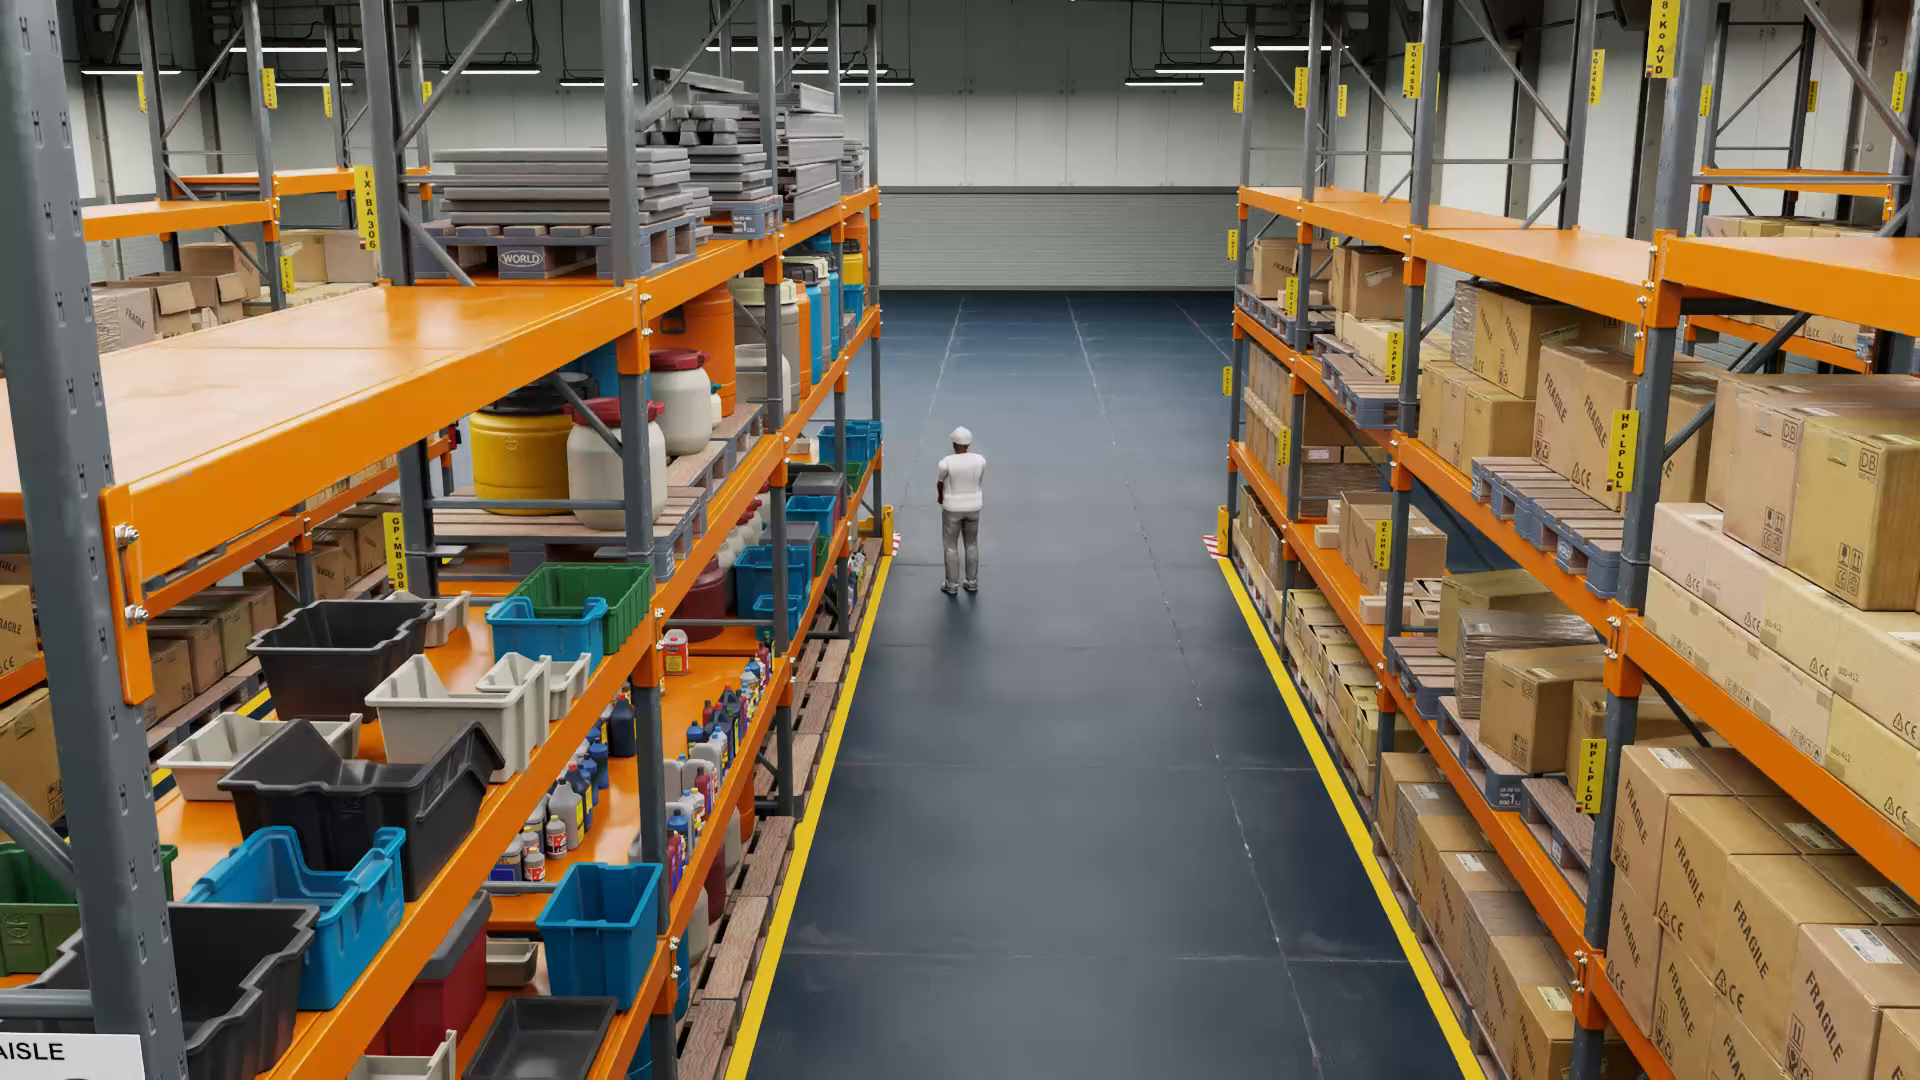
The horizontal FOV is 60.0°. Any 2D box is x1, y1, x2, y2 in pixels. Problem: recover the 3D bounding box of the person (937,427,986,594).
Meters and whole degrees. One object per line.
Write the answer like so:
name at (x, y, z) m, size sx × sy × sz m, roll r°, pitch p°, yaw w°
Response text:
person at (-0.020, -0.337, 17.330) m, size 0.502 × 1.761 × 0.577 m, roll -4°, pitch 14°, yaw -17°
